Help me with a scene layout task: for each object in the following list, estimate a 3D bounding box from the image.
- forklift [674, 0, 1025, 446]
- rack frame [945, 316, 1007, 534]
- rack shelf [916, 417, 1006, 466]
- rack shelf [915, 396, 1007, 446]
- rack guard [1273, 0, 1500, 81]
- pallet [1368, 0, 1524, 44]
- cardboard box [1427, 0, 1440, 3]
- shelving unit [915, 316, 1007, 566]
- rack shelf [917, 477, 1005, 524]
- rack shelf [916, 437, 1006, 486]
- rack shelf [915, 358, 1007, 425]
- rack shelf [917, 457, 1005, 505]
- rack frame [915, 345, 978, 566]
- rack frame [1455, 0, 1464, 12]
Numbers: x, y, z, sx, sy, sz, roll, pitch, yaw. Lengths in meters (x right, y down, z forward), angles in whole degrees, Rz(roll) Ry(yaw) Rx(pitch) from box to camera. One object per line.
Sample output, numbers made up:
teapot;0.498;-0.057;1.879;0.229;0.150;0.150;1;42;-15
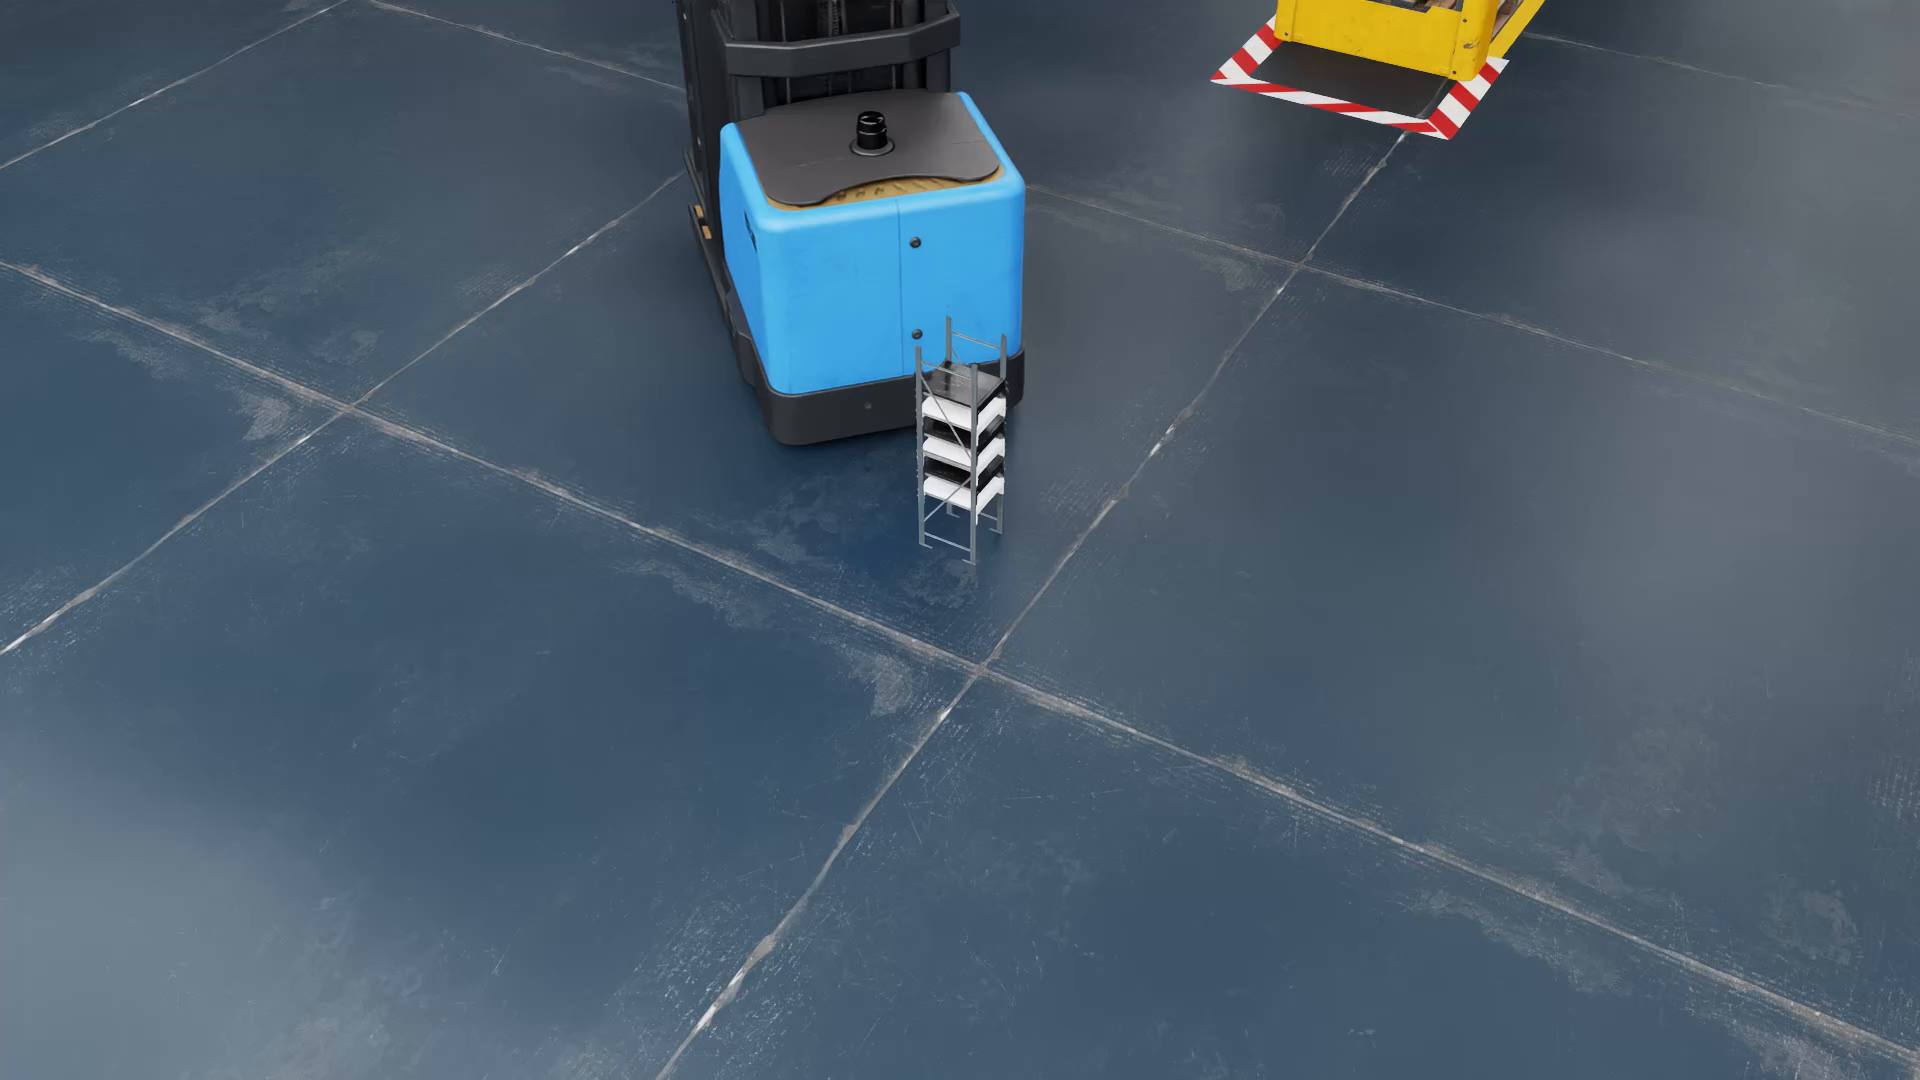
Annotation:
forklift;-0.647;-2.459;6.825;1.130;2.935;3.031;-11;43;-12
rack frame;0.055;-0.401;6.024;0.240;0.900;0.006;21;45;22
rack shelf;0.004;-0.385;5.920;0.258;0.077;0.200;21;45;22
rack shelf;0.004;-0.452;5.861;0.258;0.077;0.200;21;45;22
rack guard;2.366;-2.973;9.248;1.175;0.500;0.348;21;45;22
pallet;2.803;-3.318;9.858;1.003;0.211;1.213;21;45;22
cardboard box;2.655;-3.439;9.459;0.500;0.500;0.500;30;49;29
shelving unit;0.004;-0.342;5.958;0.258;0.900;0.210;21;45;22
rack shelf;0.004;-0.182;6.099;0.258;0.077;0.200;21;45;22
rack shelf;0.004;-0.317;5.980;0.258;0.077;0.200;21;45;22
rack shelf;0.004;-0.520;5.801;0.258;0.077;0.200;21;45;22
rack shelf;0.004;-0.250;6.039;0.258;0.077;0.200;21;45;22
rack frame;-0.047;-0.284;5.892;0.240;0.900;0.006;21;45;22
rack frame;2.328;-3.868;8.372;1.000;3.000;0.127;21;45;22
